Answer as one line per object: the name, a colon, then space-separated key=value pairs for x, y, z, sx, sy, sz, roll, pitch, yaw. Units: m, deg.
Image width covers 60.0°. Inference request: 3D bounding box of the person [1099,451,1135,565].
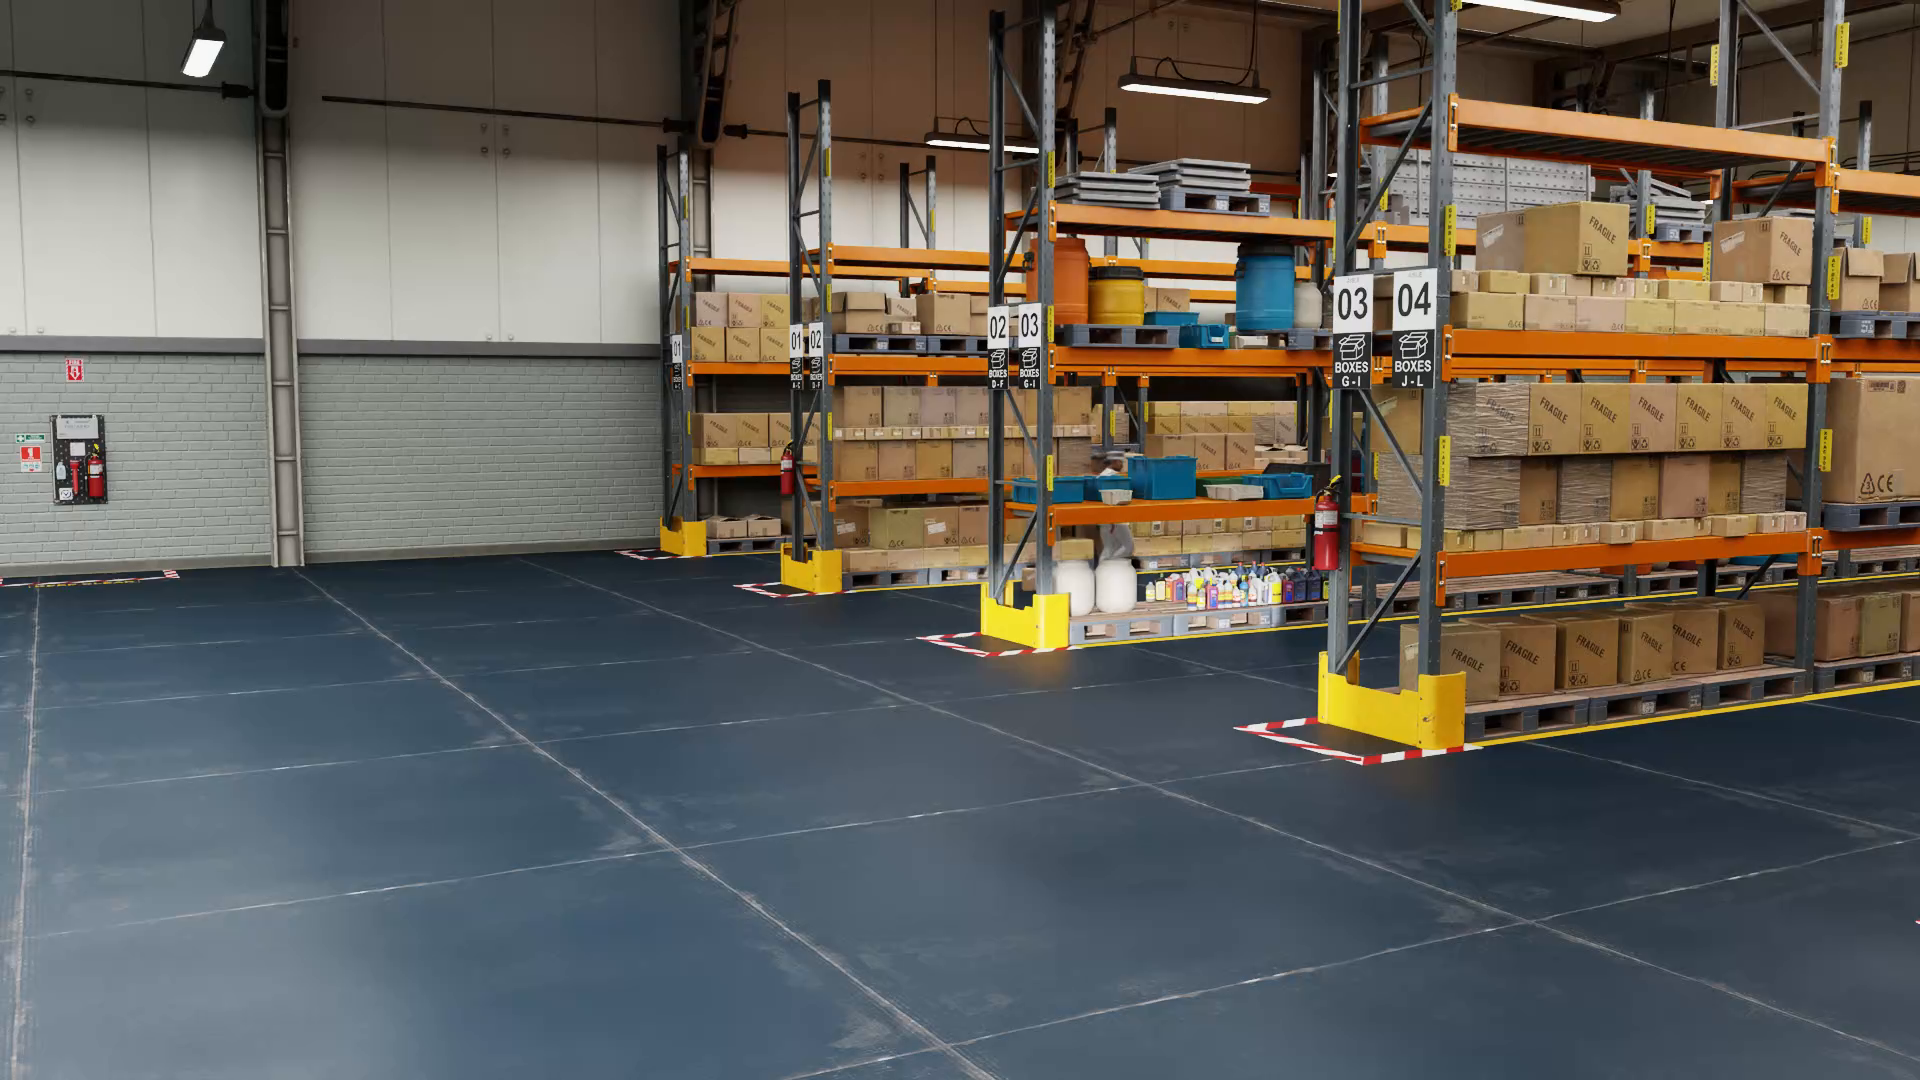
person: x=1.855 y=-0.227 z=19.916 sx=0.409 sy=1.687 sz=0.458 roll=-1 pitch=5 yaw=-11
